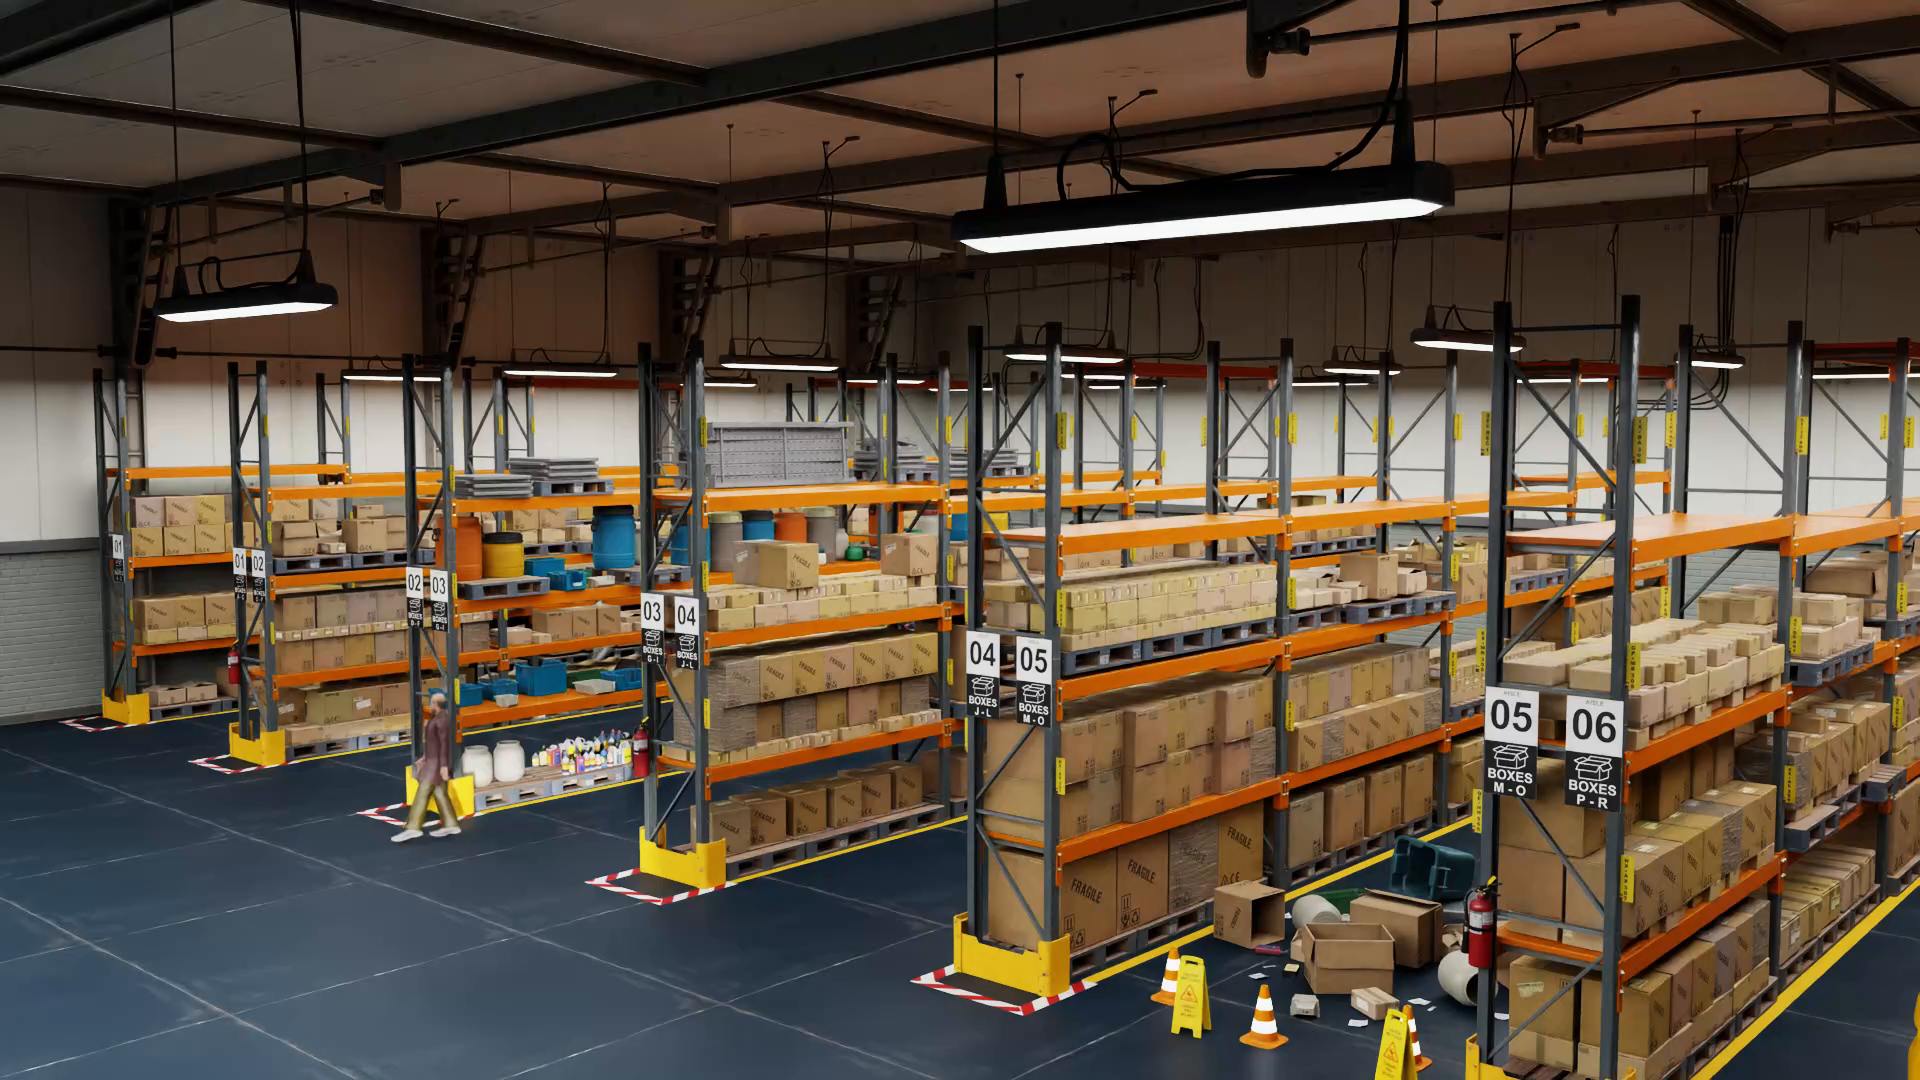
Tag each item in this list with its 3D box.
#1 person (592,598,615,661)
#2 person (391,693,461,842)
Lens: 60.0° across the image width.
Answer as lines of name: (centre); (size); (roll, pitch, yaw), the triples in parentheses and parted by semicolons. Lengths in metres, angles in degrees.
person: (-7.320, 1.829, 33.922); (0.472, 1.656, 0.488); (-2, 5, -31)
person: (-6.571, 2.779, 20.446); (0.801, 1.774, 0.667); (-1, 4, -14)
